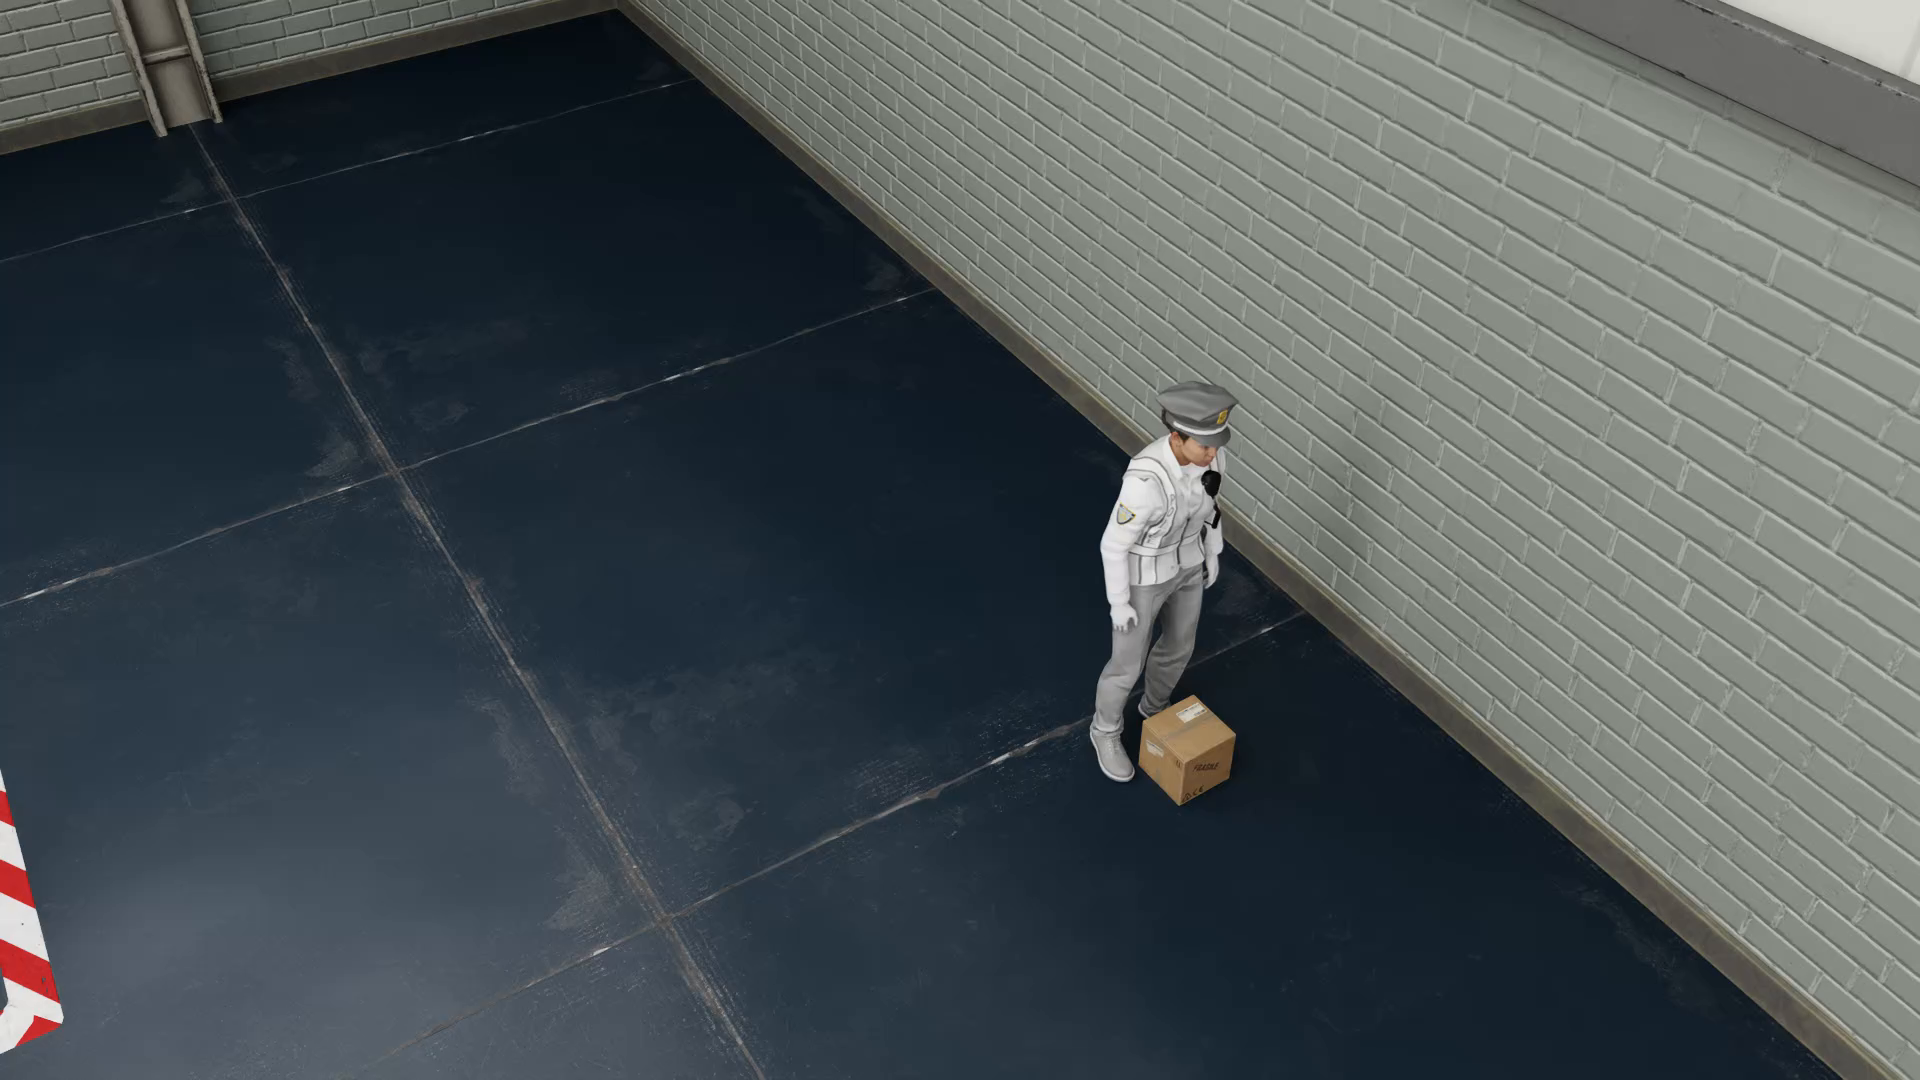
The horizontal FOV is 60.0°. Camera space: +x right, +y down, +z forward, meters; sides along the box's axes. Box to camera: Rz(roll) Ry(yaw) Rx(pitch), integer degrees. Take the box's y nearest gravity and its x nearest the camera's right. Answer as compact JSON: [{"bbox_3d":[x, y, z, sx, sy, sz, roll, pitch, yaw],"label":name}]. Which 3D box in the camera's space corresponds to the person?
[{"bbox_3d":[0.731,0.129,6.005,0.546,1.665,0.373,-25,47,-26],"label":"person"}]
